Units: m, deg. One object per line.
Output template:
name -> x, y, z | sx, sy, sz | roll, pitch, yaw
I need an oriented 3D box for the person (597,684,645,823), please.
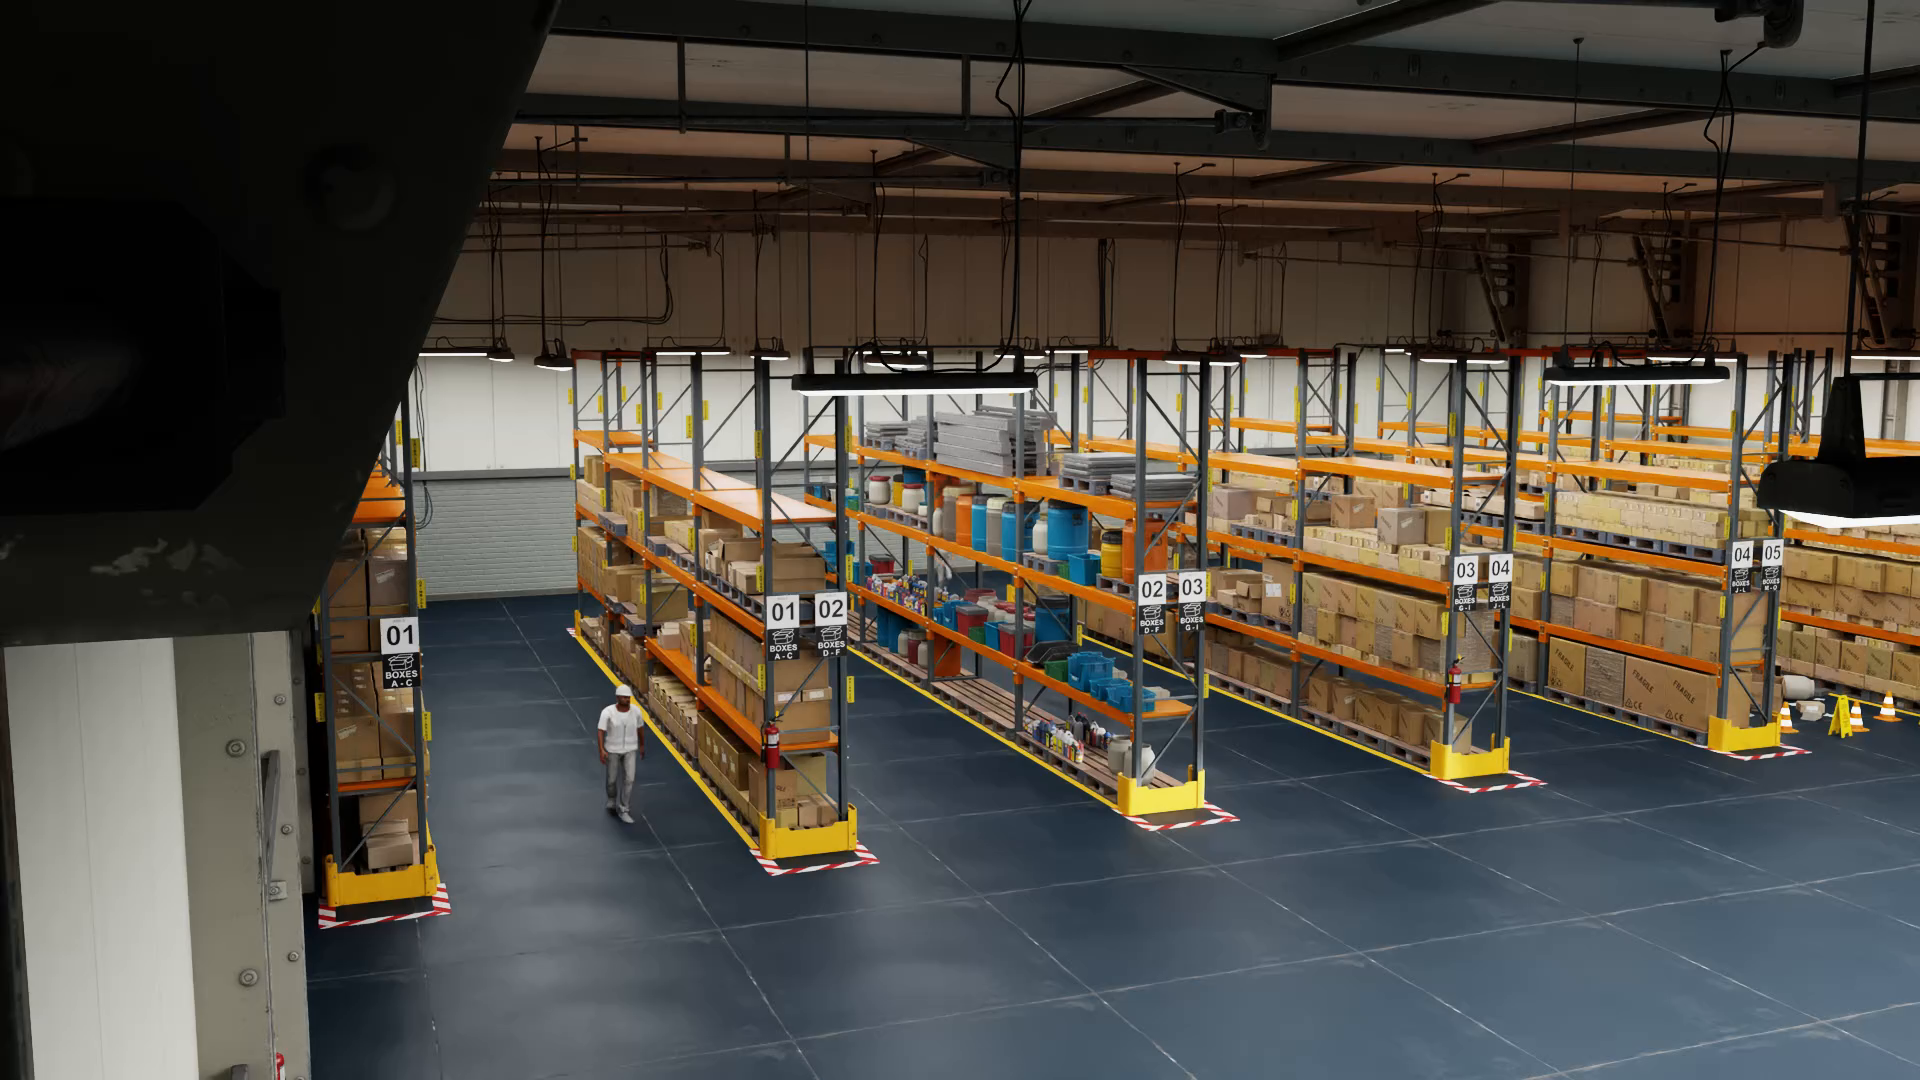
person -> -4.433, 2.775, 21.847 | 0.665, 1.765, 0.773 | -3, 8, -26

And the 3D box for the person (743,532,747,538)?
person -> -5.082, 0.669, 38.534 | 0.922, 1.742, 0.569 | 2, 7, 18

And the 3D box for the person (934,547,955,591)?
person -> -0.376, 0.577, 40.041 | 0.596, 1.579, 0.695 | -1, 7, -11
